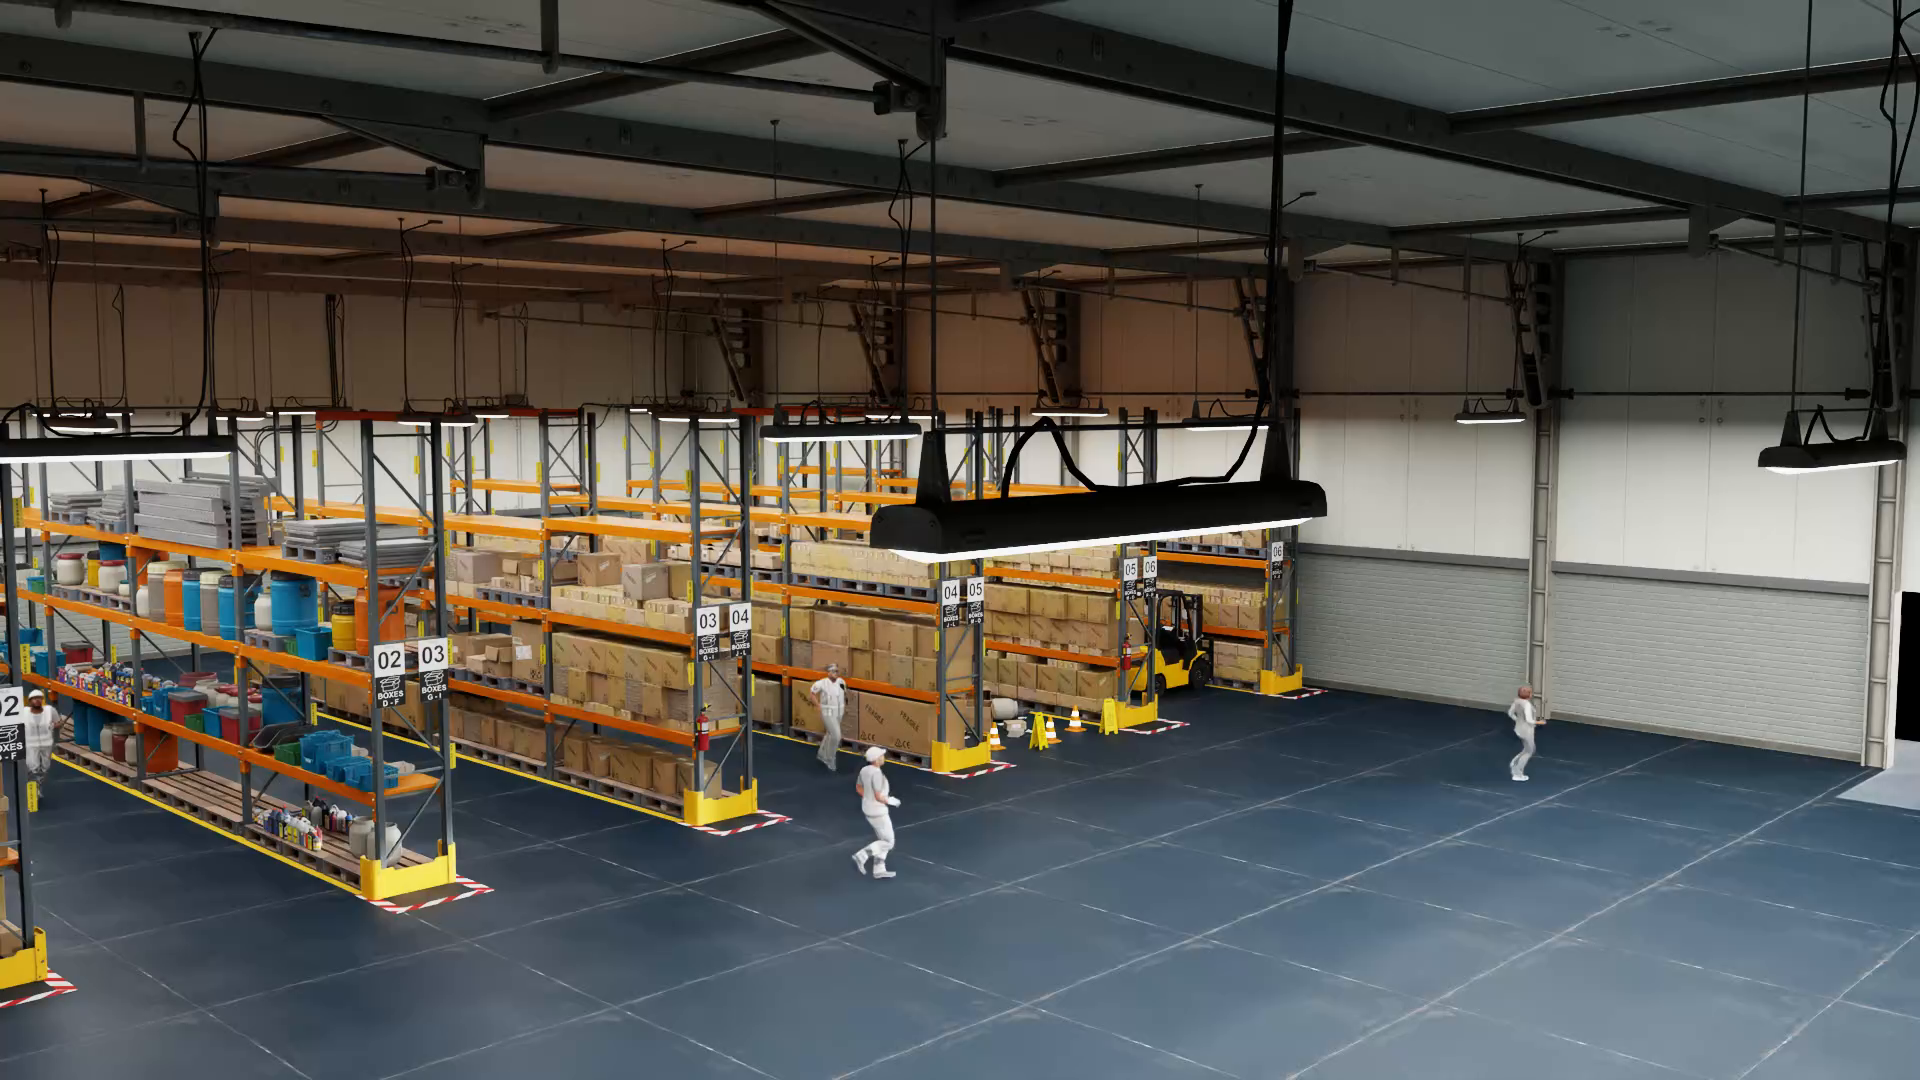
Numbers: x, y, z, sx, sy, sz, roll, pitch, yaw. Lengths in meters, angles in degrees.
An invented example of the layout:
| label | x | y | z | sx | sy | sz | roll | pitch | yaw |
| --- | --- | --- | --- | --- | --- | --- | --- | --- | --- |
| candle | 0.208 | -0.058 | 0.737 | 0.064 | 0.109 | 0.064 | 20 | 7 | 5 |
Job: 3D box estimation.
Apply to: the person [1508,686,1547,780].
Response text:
| label | x | y | z | sx | sy | sz | roll | pitch | yaw |
| --- | --- | --- | --- | --- | --- | --- | --- | --- | --- |
| person | 9.259 | 3.154 | 27.132 | 0.523 | 1.536 | 0.525 | 0 | 5 | -6 |

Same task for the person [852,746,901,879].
| label | x | y | z | sx | sy | sz | roll | pitch | yaw |
| --- | --- | --- | --- | --- | --- | --- | --- | --- | --- |
| person | -1.129 | 3.546 | 21.608 | 0.652 | 1.743 | 0.655 | -2 | 6 | -25 |

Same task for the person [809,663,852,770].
| label | x | y | z | sx | sy | sz | roll | pitch | yaw |
| --- | --- | --- | --- | --- | --- | --- | --- | --- | --- |
| person | -2.148 | 2.984 | 28.129 | 0.777 | 1.855 | 0.624 | 5 | 7 | 43 |

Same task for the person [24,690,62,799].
| label | x | y | z | sx | sy | sz | roll | pitch | yaw |
| --- | --- | --- | --- | --- | --- | --- | --- | --- | --- |
| person | -14.199 | 3.195 | 25.609 | 0.667 | 1.802 | 0.752 | -5 | 7 | -43 |

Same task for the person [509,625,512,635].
| label | x | y | z | sx | sy | sz | roll | pitch | yaw |
| --- | --- | --- | --- | --- | --- | --- | --- | --- | --- |
| person | -11.114 | 1.808 | 41.524 | 0.603 | 1.742 | 0.804 | 4 | 7 | 39 |
